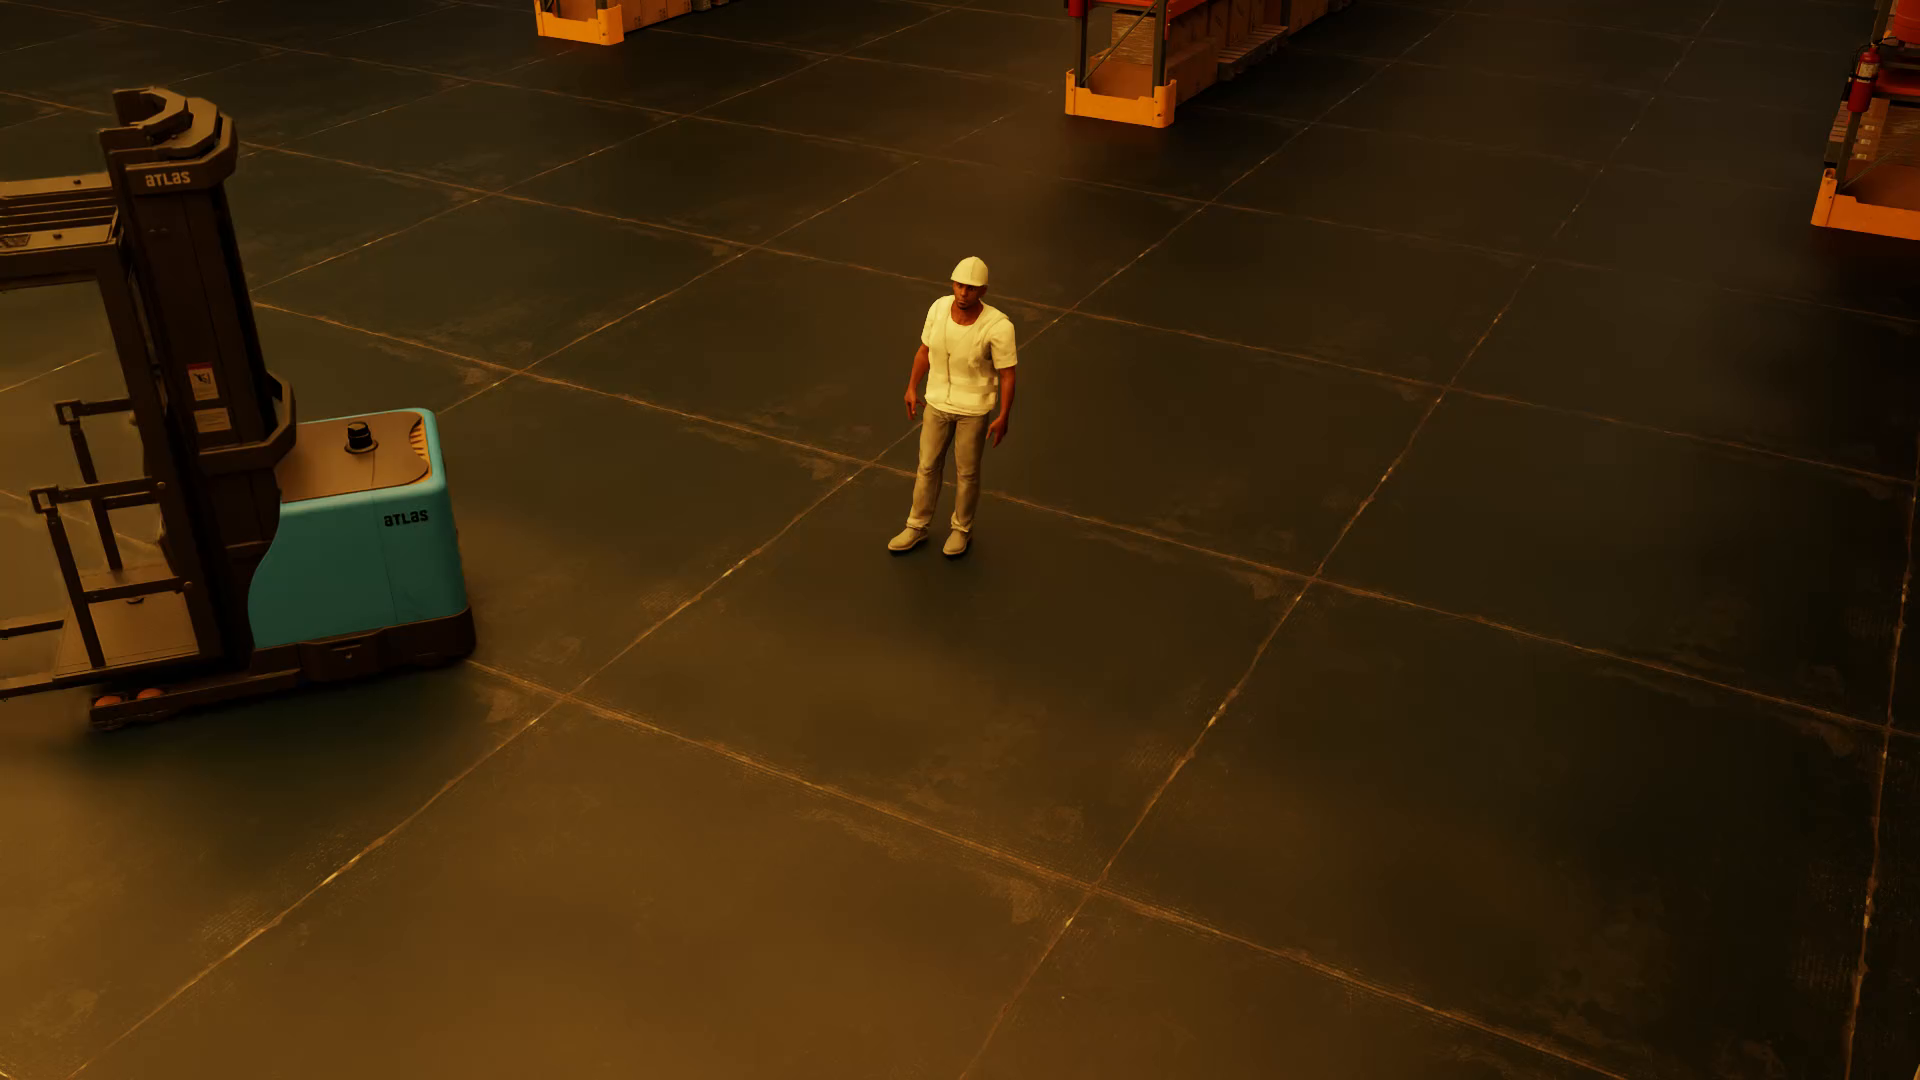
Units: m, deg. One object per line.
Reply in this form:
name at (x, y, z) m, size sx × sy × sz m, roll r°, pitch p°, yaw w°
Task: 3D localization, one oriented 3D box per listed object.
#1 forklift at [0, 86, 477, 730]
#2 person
forklift at (-4.161, -0.615, 8.136) m, size 3.031 × 2.935 × 1.130 m, roll -10°, pitch 31°, yaw -16°
person at (-0.038, -0.742, 9.507) m, size 0.666 × 1.768 × 0.575 m, roll 15°, pitch 33°, yaw 25°
